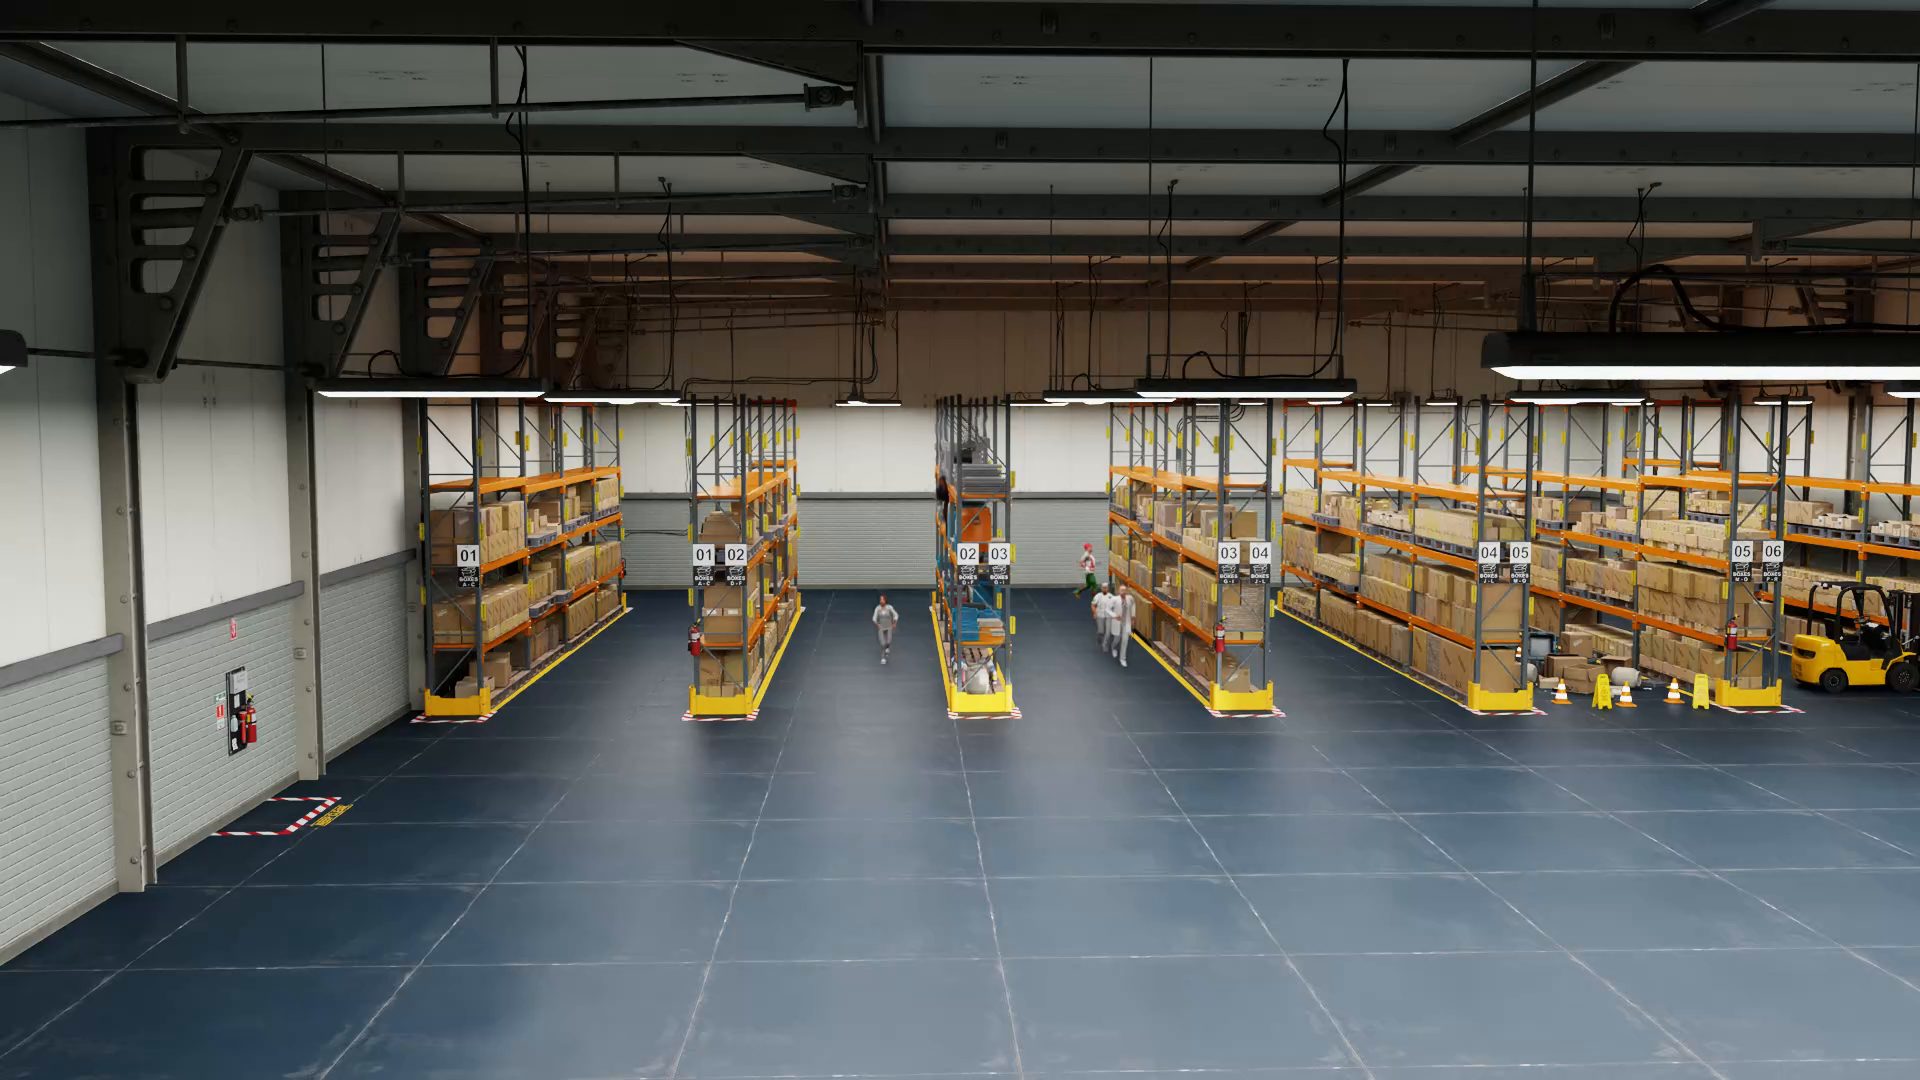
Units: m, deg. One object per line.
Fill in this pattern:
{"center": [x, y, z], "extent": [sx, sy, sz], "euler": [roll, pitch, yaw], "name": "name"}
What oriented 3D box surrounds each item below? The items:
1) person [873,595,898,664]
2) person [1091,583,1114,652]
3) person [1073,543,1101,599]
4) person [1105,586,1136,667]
{"center": [-1.682, 2.026, 37.322], "extent": [0.558, 1.539, 0.598], "euler": [0, 4, 1], "name": "person"}
{"center": [3.425, 1.825, 39.411], "extent": [0.616, 1.627, 0.550], "euler": [0, 5, -4], "name": "person"}
{"center": [3.795, 0.970, 49.004], "extent": [0.970, 1.768, 0.667], "euler": [1, 5, 13], "name": "person"}
{"center": [3.619, 1.899, 37.395], "extent": [0.734, 1.774, 1.073], "euler": [-1, 5, -10], "name": "person"}
